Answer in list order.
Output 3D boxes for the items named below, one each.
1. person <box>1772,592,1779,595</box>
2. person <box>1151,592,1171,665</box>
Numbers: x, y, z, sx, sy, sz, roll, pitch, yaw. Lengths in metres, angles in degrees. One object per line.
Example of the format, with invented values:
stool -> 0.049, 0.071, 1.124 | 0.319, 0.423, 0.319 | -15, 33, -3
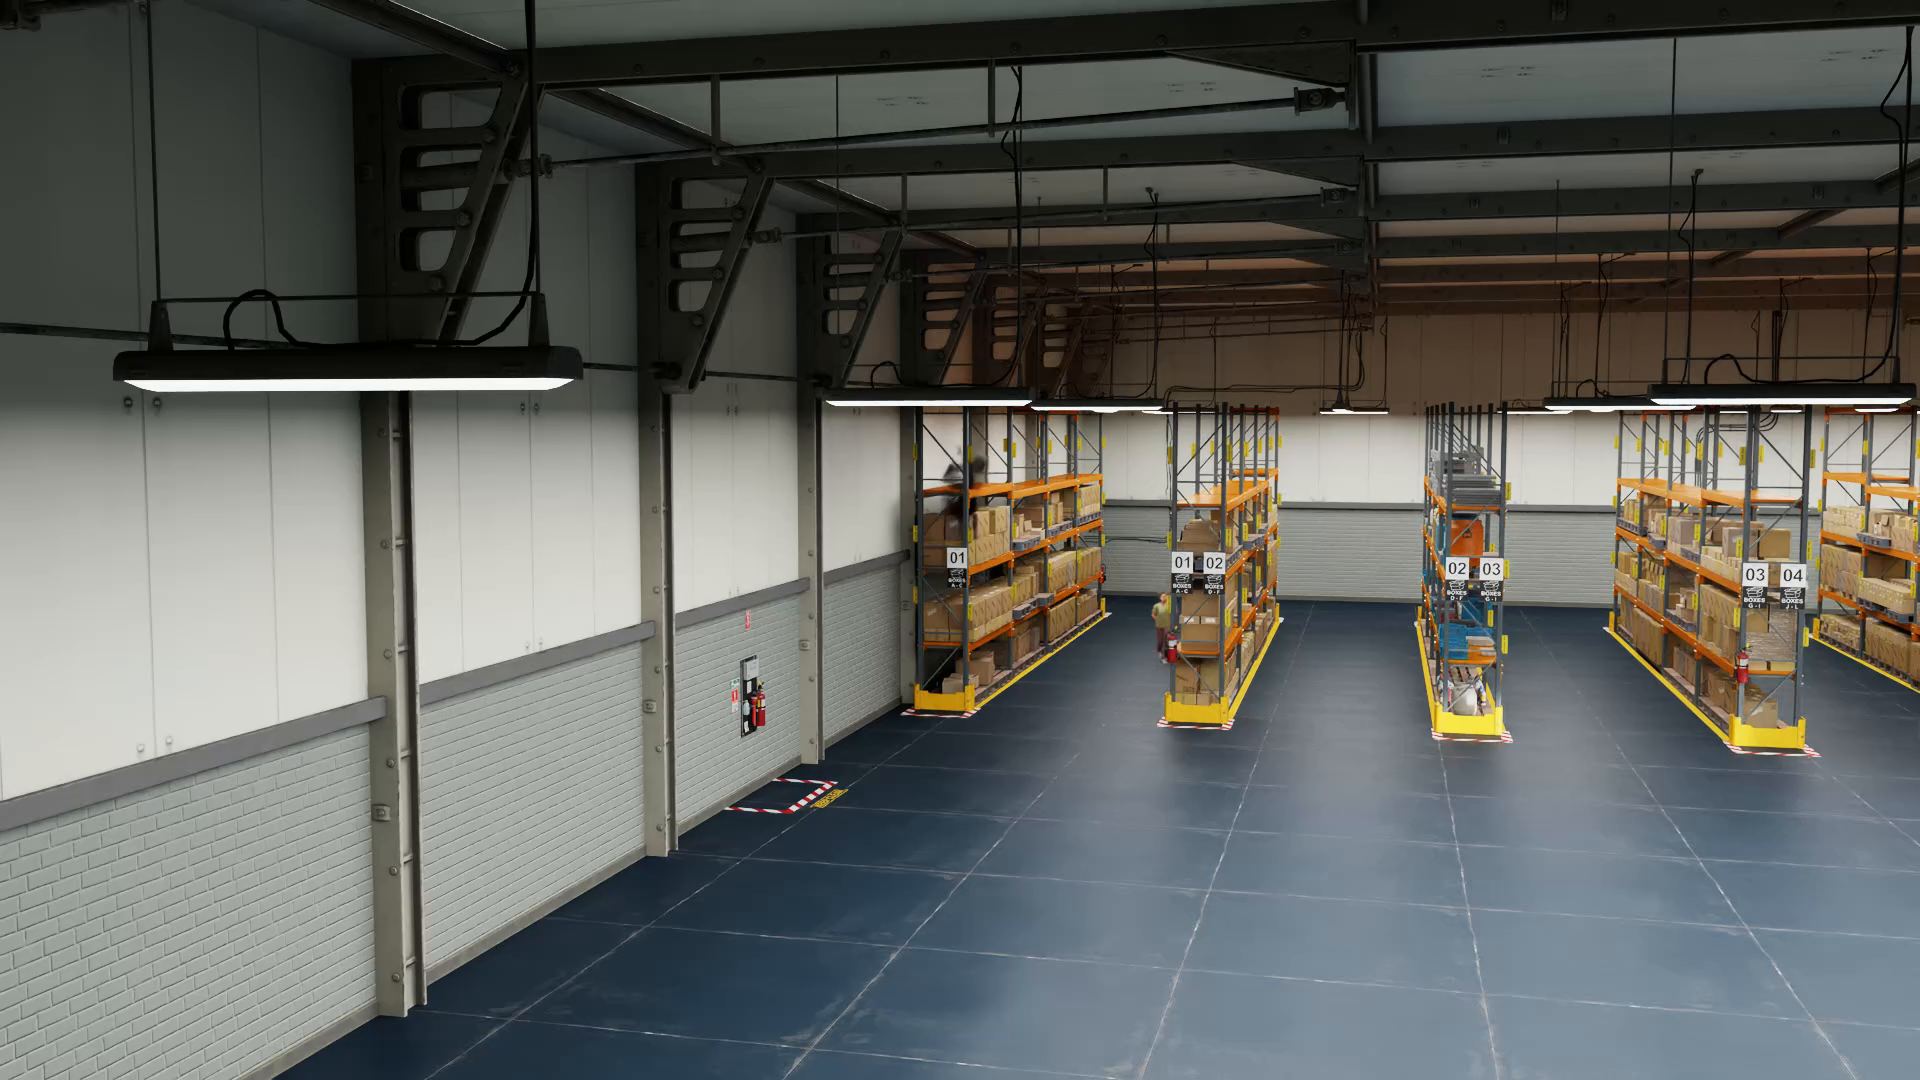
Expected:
person -> 21.135, 1.697, 43.810 | 0.797, 1.594, 0.610 | 4, 6, 42
person -> 4.744, 2.026, 38.806 | 0.562, 1.656, 0.926 | 0, 4, 4
